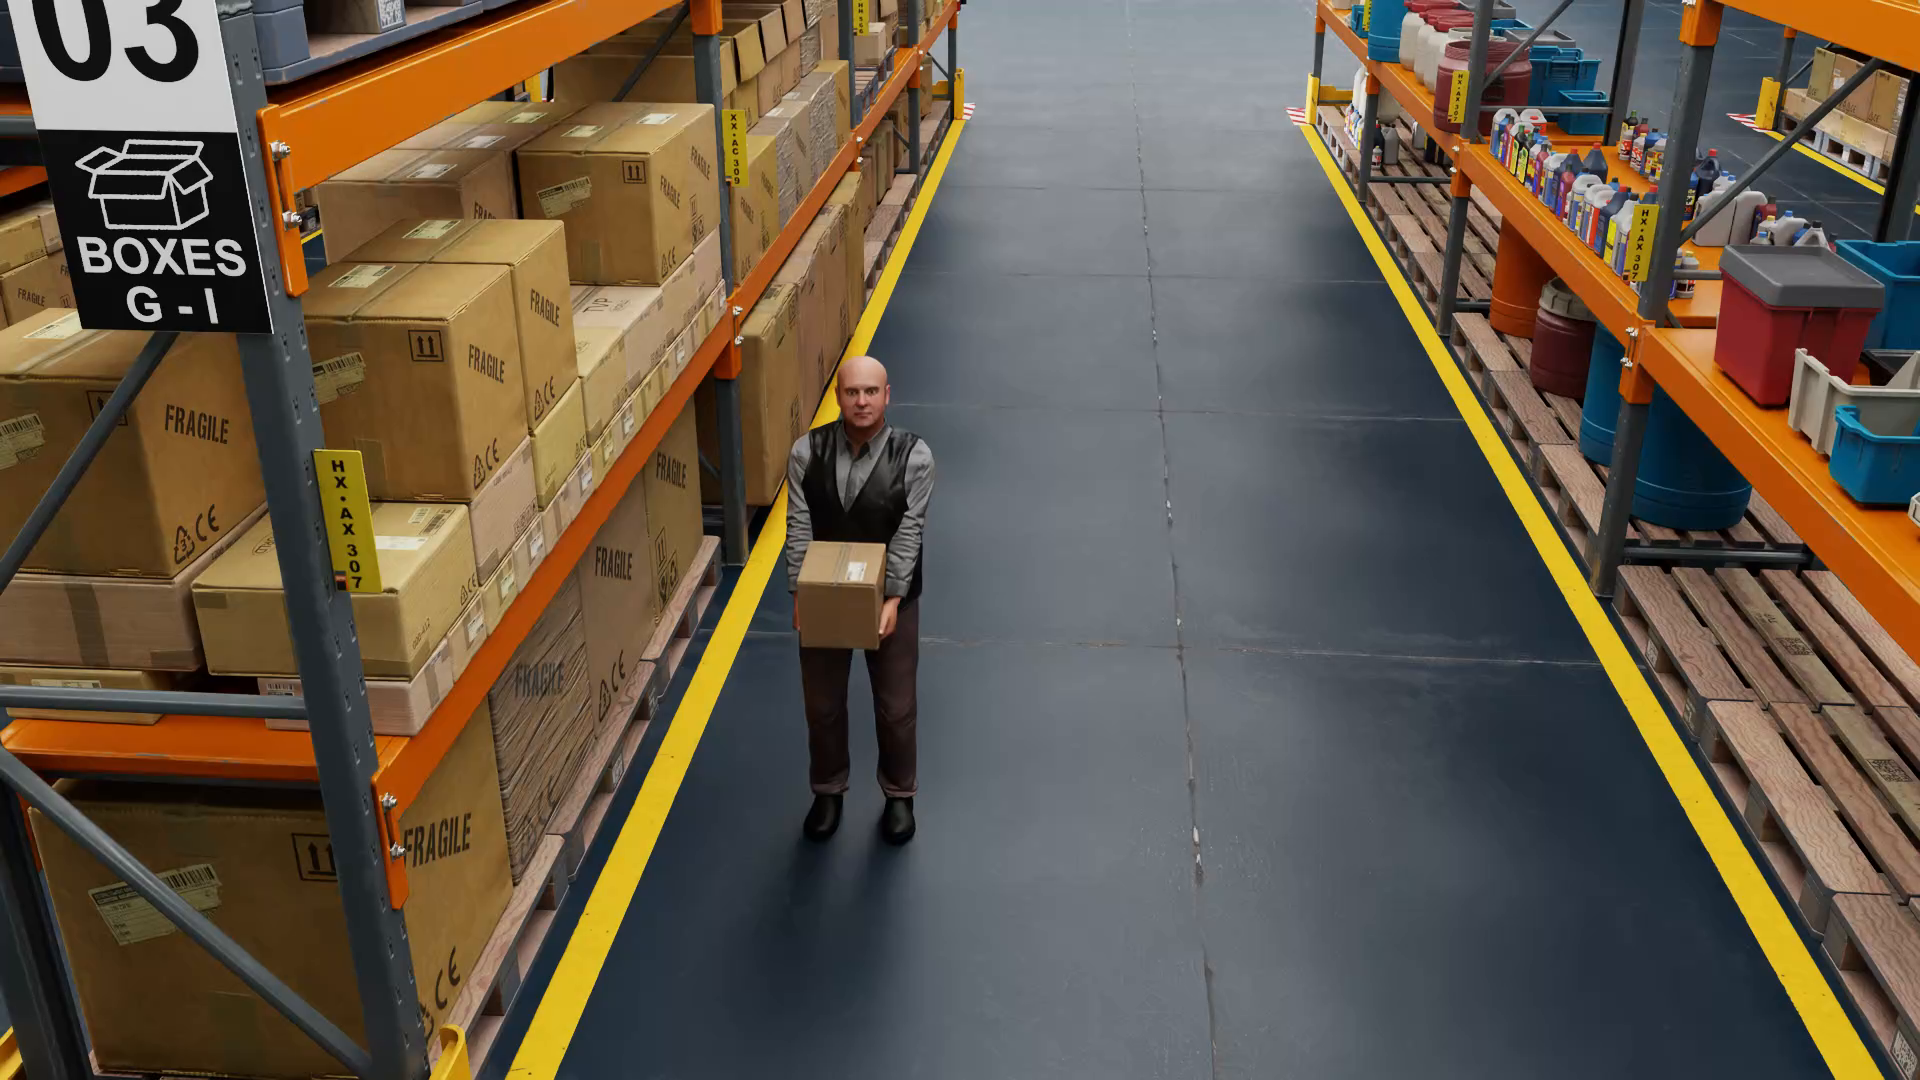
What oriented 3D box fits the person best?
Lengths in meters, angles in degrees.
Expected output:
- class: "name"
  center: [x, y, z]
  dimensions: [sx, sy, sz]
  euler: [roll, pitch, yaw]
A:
- class: "person"
  center: [-0.339, 0.252, 5.588]
  dimensions: [0.494, 1.711, 0.559]
  euler: [2, 24, 5]
